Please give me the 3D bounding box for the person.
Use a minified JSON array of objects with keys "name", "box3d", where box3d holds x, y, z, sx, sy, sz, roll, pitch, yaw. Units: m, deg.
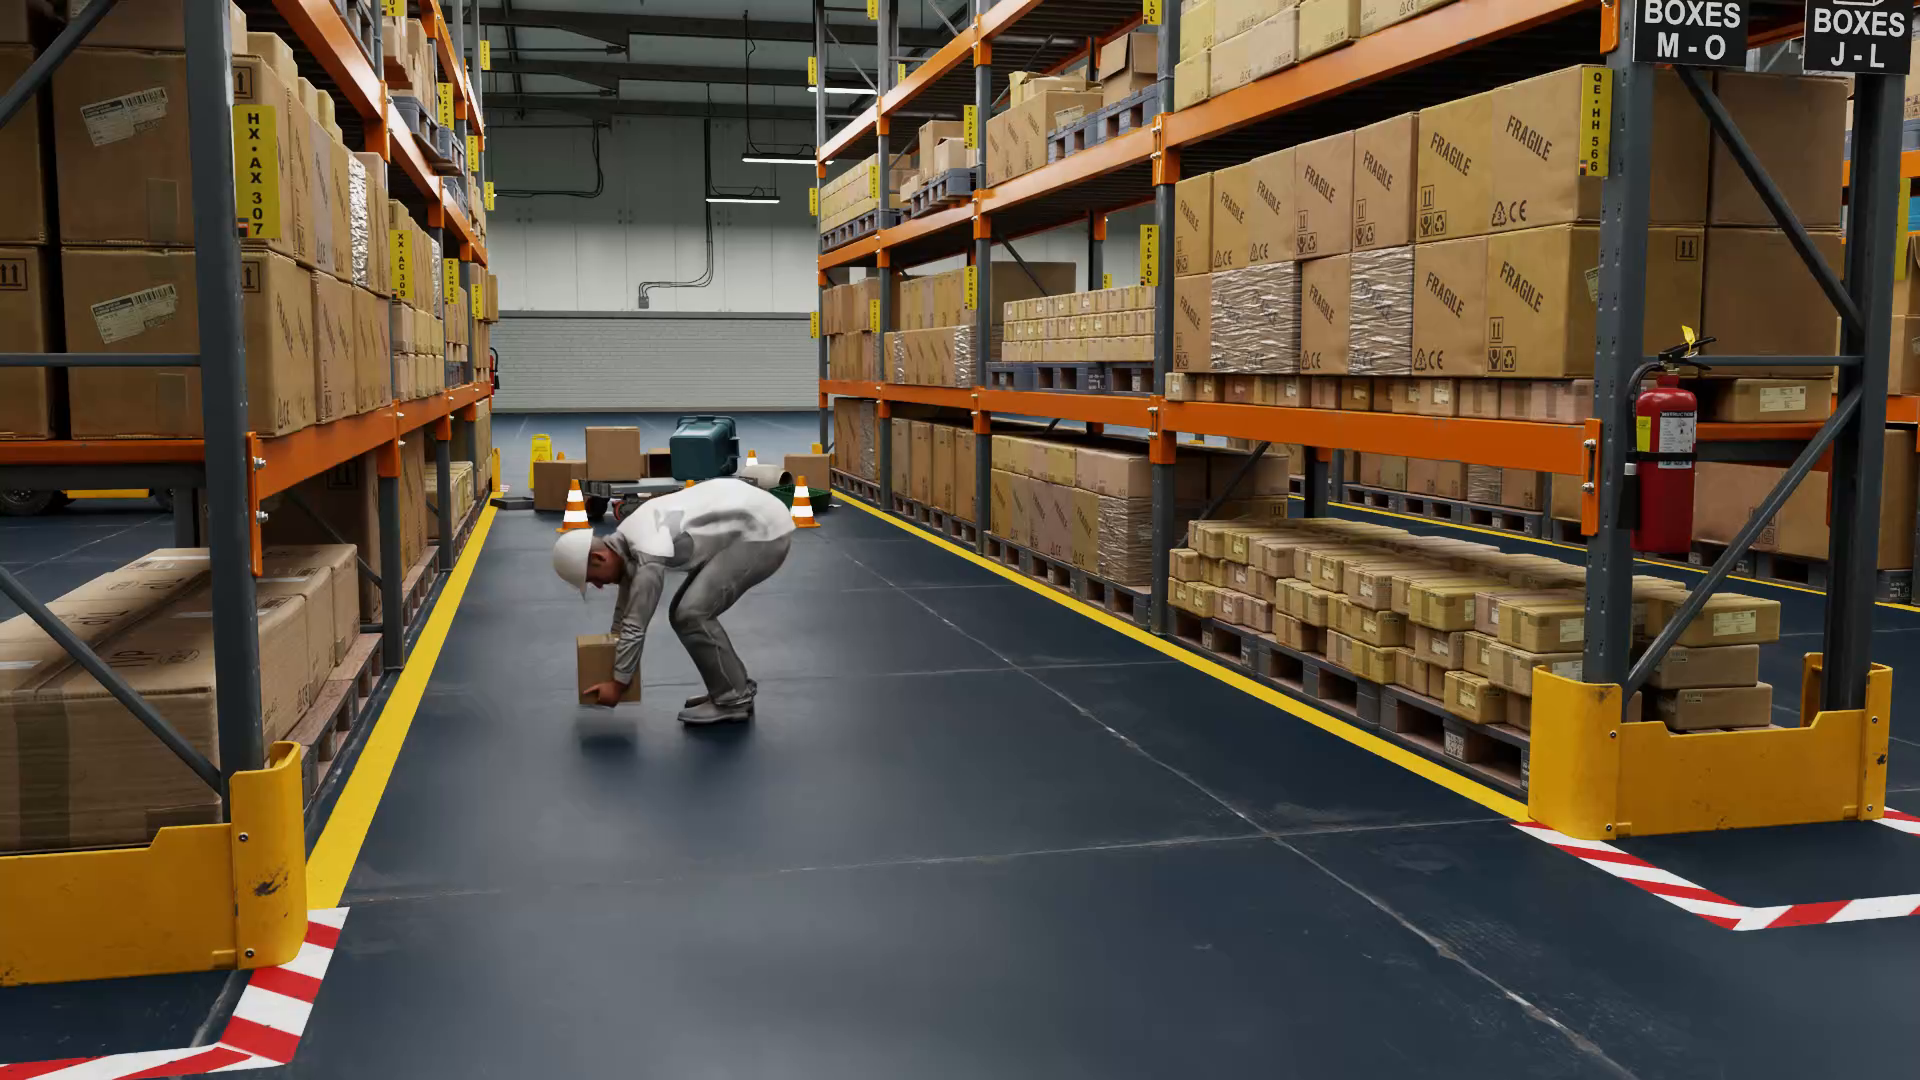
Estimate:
[{"name":"person","box3d":[-1.200,0.255,7.006,0.998,1.014,0.489,-2,6,-17]}]
